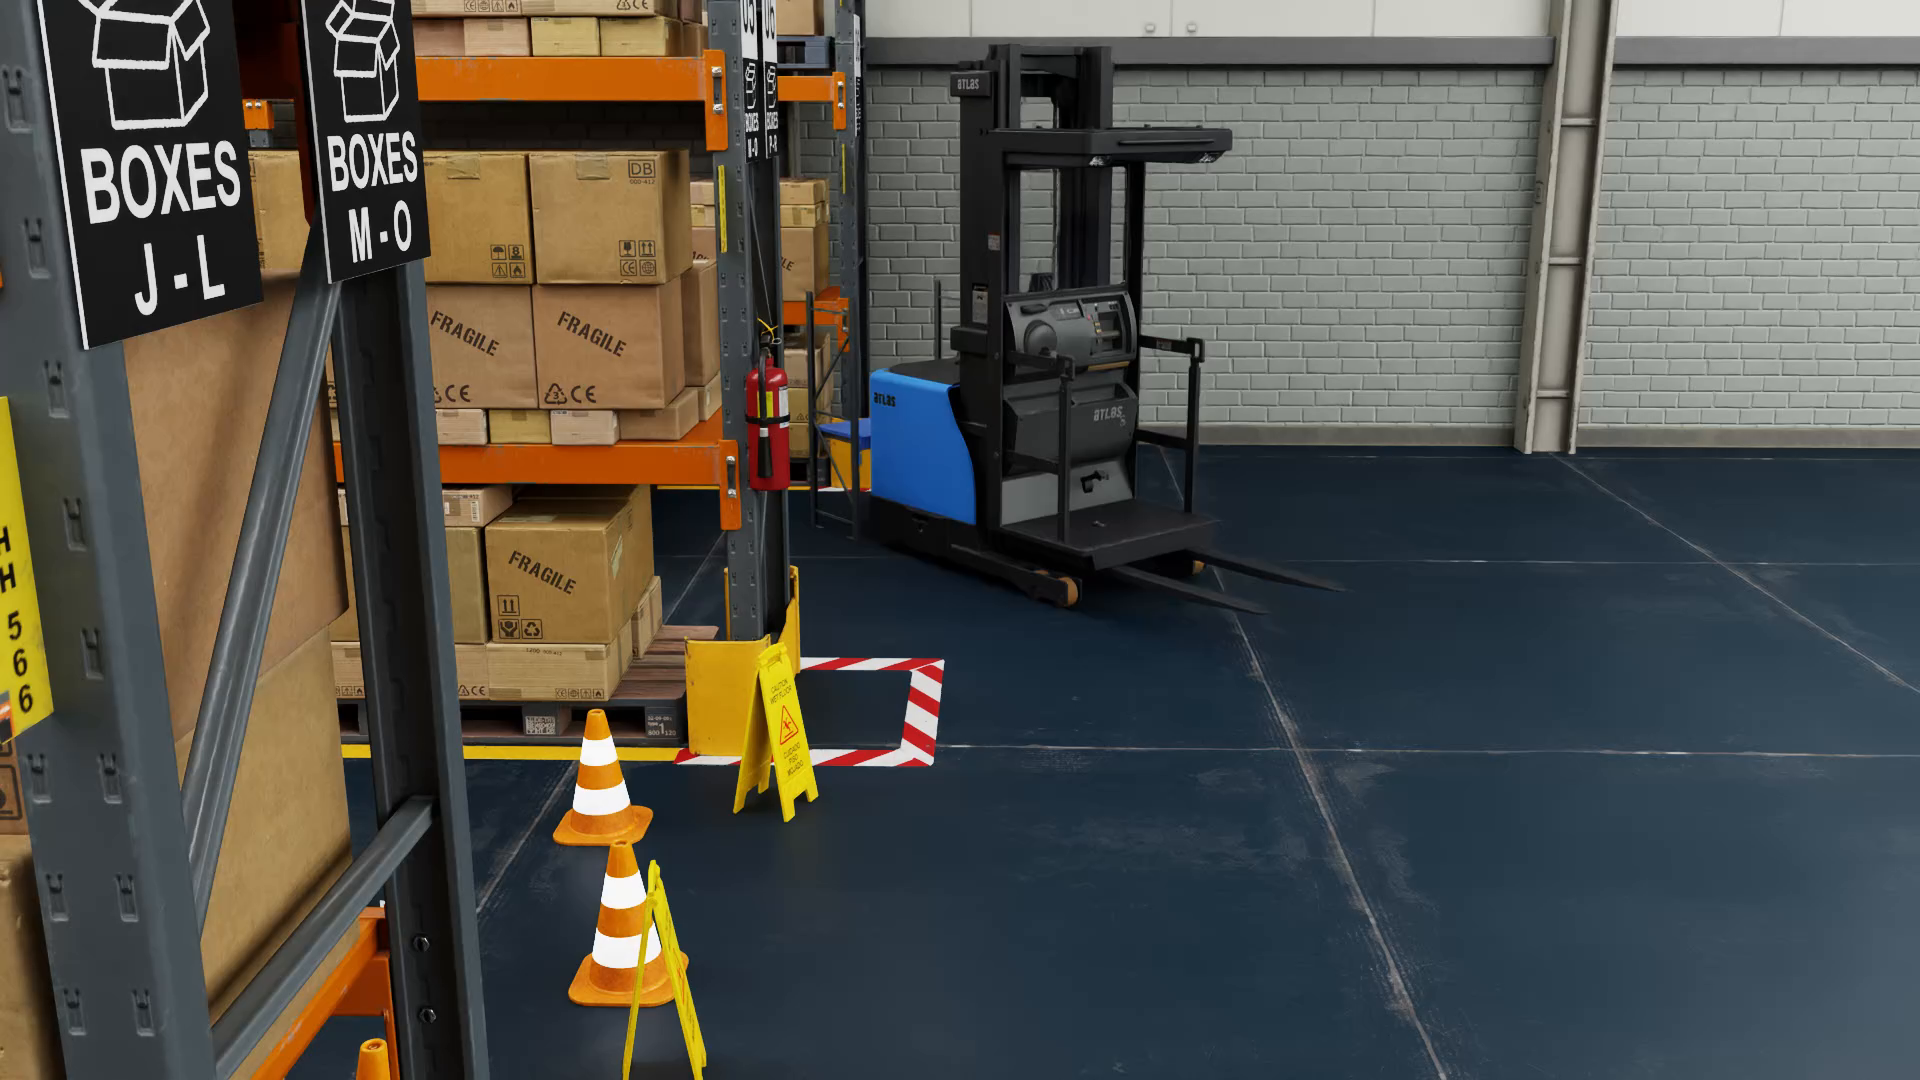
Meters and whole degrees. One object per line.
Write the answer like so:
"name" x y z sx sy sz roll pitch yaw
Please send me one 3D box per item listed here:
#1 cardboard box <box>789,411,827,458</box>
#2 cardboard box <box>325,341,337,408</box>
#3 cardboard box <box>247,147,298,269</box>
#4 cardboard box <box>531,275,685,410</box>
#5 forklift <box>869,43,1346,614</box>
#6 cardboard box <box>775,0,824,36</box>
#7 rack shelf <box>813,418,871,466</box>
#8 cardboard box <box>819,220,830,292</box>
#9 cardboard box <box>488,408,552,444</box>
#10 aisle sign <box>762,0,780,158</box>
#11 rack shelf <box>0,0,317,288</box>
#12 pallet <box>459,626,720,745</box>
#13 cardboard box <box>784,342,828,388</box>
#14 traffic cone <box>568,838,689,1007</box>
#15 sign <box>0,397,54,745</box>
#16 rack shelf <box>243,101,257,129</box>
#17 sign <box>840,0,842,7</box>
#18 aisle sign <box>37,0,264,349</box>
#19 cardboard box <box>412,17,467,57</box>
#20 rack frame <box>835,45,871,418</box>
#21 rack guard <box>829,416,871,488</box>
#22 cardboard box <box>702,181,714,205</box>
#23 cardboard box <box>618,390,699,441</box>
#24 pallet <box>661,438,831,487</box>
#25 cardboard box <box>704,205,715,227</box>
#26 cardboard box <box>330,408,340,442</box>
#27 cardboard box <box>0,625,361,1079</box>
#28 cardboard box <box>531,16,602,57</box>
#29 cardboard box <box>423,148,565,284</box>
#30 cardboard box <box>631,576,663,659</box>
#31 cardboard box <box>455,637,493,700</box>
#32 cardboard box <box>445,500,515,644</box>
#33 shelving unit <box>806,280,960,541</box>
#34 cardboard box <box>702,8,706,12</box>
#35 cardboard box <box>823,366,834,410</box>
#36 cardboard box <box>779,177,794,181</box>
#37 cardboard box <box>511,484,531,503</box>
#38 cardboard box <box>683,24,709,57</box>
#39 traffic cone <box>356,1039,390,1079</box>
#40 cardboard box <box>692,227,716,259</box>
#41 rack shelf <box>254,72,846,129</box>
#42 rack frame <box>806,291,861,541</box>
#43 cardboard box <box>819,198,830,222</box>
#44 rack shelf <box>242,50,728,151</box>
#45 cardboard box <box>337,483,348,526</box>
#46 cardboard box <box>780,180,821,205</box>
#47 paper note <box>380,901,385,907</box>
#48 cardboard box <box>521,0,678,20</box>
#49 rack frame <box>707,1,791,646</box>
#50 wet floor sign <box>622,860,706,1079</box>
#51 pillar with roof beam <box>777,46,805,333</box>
"cardboard box" -1.231 -0.760 11.906 0.500 0.250 0.500 0 15 2
"cardboard box" -2.426 -0.832 6.834 0.500 0.500 0.500 0 15 1
"cardboard box" -2.905 -1.342 6.808 0.500 0.500 0.700 0 15 1
"cardboard box" -1.425 -0.823 6.801 0.500 0.500 0.500 0 15 0
"forklift" 0.763 -1.196 9.127 1.130 2.935 3.031 -12 19 -38
"cardboard box" -1.202 -3.655 11.217 0.500 0.500 0.500 1 15 3
"rack shelf" -0.394 -0.677 10.670 1.000 0.185 0.538 -12 19 -38
"cardboard box" -1.241 -2.086 12.171 0.500 0.500 0.500 1 15 3
"cardboard box" -1.767 -0.505 6.866 0.250 0.149 0.380 0 15 0
"aisle sign" -0.806 -2.033 7.071 0.004 0.787 0.394 0 15 1
"rack shelf" -2.901 -0.550 2.076 4.000 0.370 1.077 0 15 1
"pallet" -1.763 0.636 7.517 1.213 0.211 1.003 0 15 1
"cardboard box" -1.221 -1.244 11.783 0.500 0.250 0.500 1 15 3
"traffic cone" -1.027 1.140 5.111 0.334 0.463 0.336 0 15 1
"sign" -0.929 0.029 1.616 0.005 0.325 0.100 0 15 1
"rack shelf" -6.751 -3.105 11.760 4.000 0.370 1.077 0 15 1
"sign" -0.781 -3.666 10.893 0.005 0.325 0.100 0 15 1
"aisle sign" -0.838 -0.615 1.694 0.004 0.787 0.394 0 15 1
"cardboard box" -2.006 -1.980 6.577 0.250 0.149 0.380 0 15 2
"rack frame" -0.753 -1.964 11.903 0.127 3.000 1.000 0 15 1
"rack guard" -0.729 -0.755 12.221 0.348 0.500 1.175 0 15 1
"cardboard box" -1.626 -2.407 11.531 0.250 0.149 0.380 1 15 3
"cardboard box" -1.255 -0.524 6.940 0.250 0.149 0.380 1 15 3
"pallet" -1.518 -0.610 12.237 1.213 0.211 1.003 0 15 1
"cardboard box" -1.621 -2.268 11.588 0.250 0.149 0.380 1 15 2
"cardboard box" -2.536 -0.515 6.903 0.250 0.149 0.380 0 15 1
"cardboard box" -1.273 0.502 2.264 0.550 0.550 0.875 0 15 1
"cardboard box" -1.489 -1.951 6.467 0.250 0.149 0.380 0 15 2
"cardboard box" -1.898 -1.326 6.748 0.500 0.500 0.700 1 15 2
"cardboard box" -1.675 0.353 7.689 0.500 0.250 0.500 0 15 1
"cardboard box" -2.208 0.487 7.183 0.500 0.250 0.500 0 15 2
"cardboard box" -2.205 0.125 7.084 0.500 0.500 0.500 1 15 4
"shelving unit" -0.394 -0.851 10.624 1.048 1.500 0.538 -12 19 -38
"cardboard box" -1.842 -3.530 11.204 0.258 0.266 0.396 0 15 2
"cardboard box" -1.218 -1.135 12.349 0.500 0.250 0.500 1 15 2
"cardboard box" -1.347 -2.544 12.051 0.250 0.149 0.380 1 15 3
"cardboard box" -2.222 -0.012 7.602 0.500 0.500 0.500 0 15 -1
"cardboard box" -1.199 -2.112 7.076 0.250 0.149 0.380 0 15 1
"traffic cone" -1.396 1.426 4.027 0.334 0.463 0.336 0 15 1
"cardboard box" -1.770 -1.954 11.670 0.500 0.500 0.500 1 15 3
"rack shelf" -2.752 -3.079 11.661 4.000 0.370 1.077 0 15 1
"rack frame" -0.787 -0.768 10.312 0.032 1.500 0.500 -12 19 -38
"cardboard box" -1.085 -2.394 12.067 0.250 0.149 0.380 0 15 0
"rack shelf" -2.875 -1.813 6.863 4.000 0.370 1.077 0 15 1
"cardboard box" -2.567 -0.176 6.953 0.250 0.149 0.380 1 15 4
"cardboard box" -1.116 -2.418 11.575 0.250 0.149 0.380 0 15 2
"paper note" -1.872 1.239 5.583 0.142 0.019 0.148 -5 16 -18
"cardboard box" -1.394 -2.154 6.456 0.500 0.250 0.500 0 15 1
"rack frame" -0.876 -0.698 7.105 0.127 3.000 1.000 0 15 1
"wet floor sign" -0.822 1.199 4.531 0.232 0.644 0.267 -2 15 -8
"pillar with roof beam" -1.536 -4.001 7.865 0.400 9.000 9.100 0 15 1
